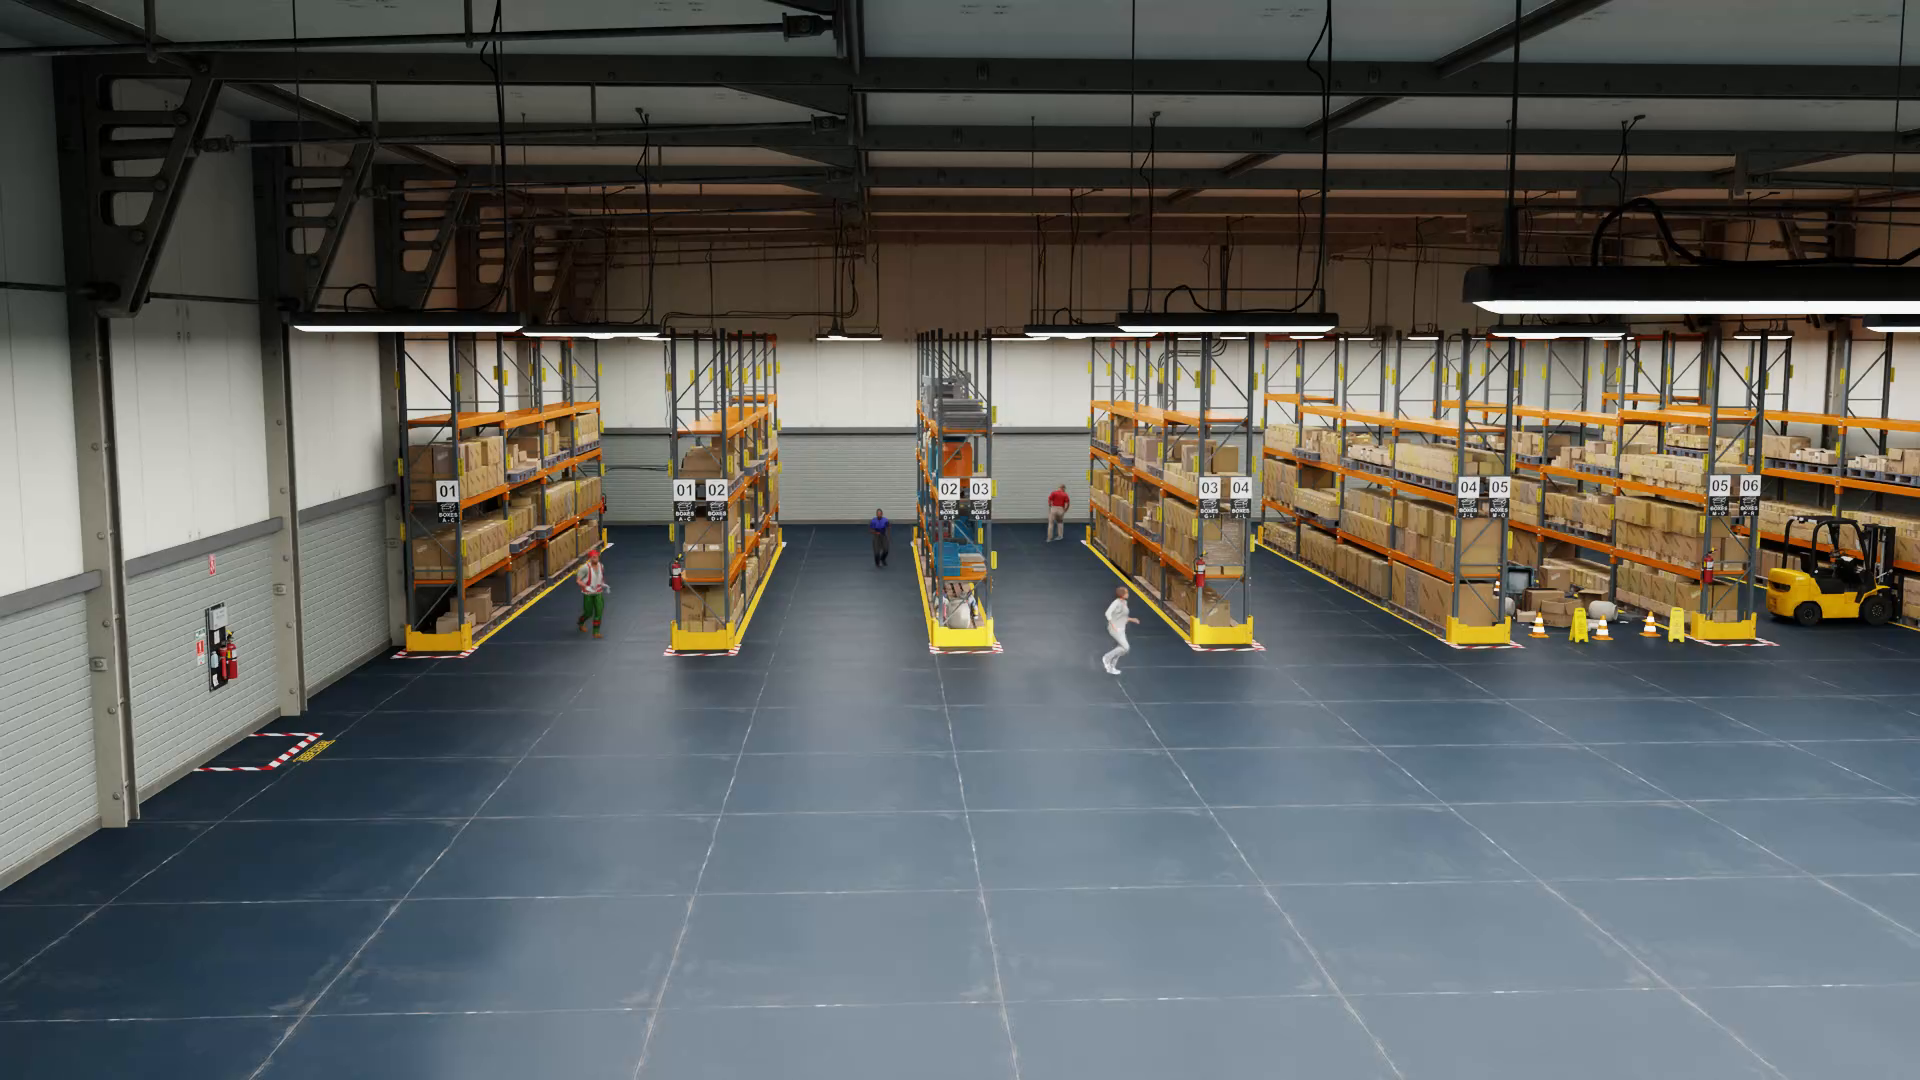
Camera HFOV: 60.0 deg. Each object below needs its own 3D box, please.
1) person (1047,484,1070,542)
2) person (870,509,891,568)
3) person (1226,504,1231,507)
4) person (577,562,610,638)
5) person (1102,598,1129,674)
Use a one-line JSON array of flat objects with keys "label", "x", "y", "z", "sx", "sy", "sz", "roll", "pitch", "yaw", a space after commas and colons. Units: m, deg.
[{"label": "person", "x": 2.861, "y": -0.789, "z": 48.326, "sx": 0.670, "sy": 1.693, "sz": 0.590, "roll": 0, "pitch": 7, "yaw": 3}, {"label": "person", "x": -2.028, "y": -0.031, "z": 42.421, "sx": 0.572, "sy": 1.538, "sz": 0.776, "roll": -1, "pitch": 7, "yaw": -9}, {"label": "person", "x": 7.522, "y": -0.757, "z": 47.263, "sx": 0.649, "sy": 1.630, "sz": 0.788, "roll": 1, "pitch": 7, "yaw": 5}, {"label": "person", "x": -7.196, "y": 1.141, "z": 32.583, "sx": 0.527, "sy": 1.520, "sz": 0.835, "roll": -5, "pitch": 9, "yaw": -39}, {"label": "person", "x": 2.725, "y": 1.667, "z": 28.885, "sx": 0.477, "sy": 1.330, "sz": 0.345, "roll": 3, "pitch": 7, "yaw": 24}]
